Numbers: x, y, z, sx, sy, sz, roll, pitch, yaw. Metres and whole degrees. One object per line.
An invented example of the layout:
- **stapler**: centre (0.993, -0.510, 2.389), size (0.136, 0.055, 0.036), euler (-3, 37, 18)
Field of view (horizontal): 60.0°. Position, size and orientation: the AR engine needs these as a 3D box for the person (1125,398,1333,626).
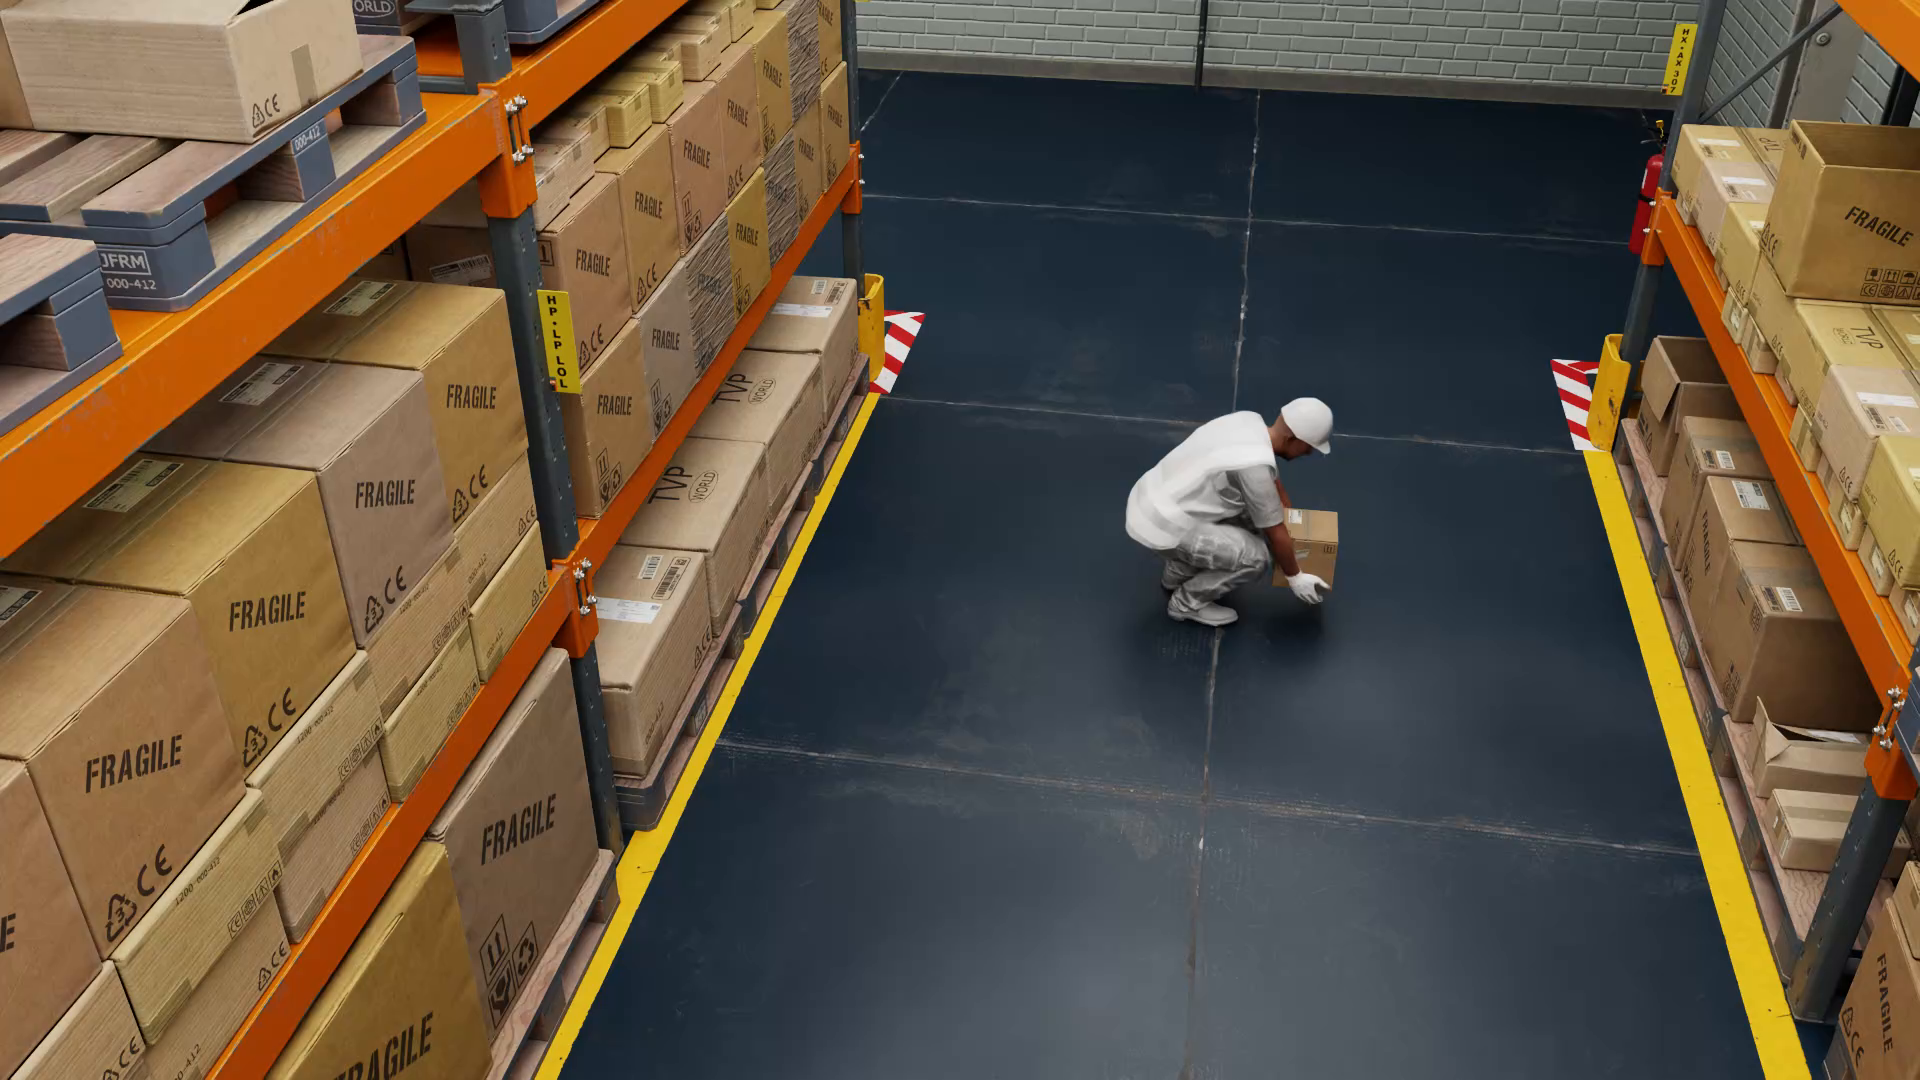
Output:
- **person**: centre (1.158, -0.152, 7.097), size (0.891, 1.011, 0.560), euler (5, 32, 7)
